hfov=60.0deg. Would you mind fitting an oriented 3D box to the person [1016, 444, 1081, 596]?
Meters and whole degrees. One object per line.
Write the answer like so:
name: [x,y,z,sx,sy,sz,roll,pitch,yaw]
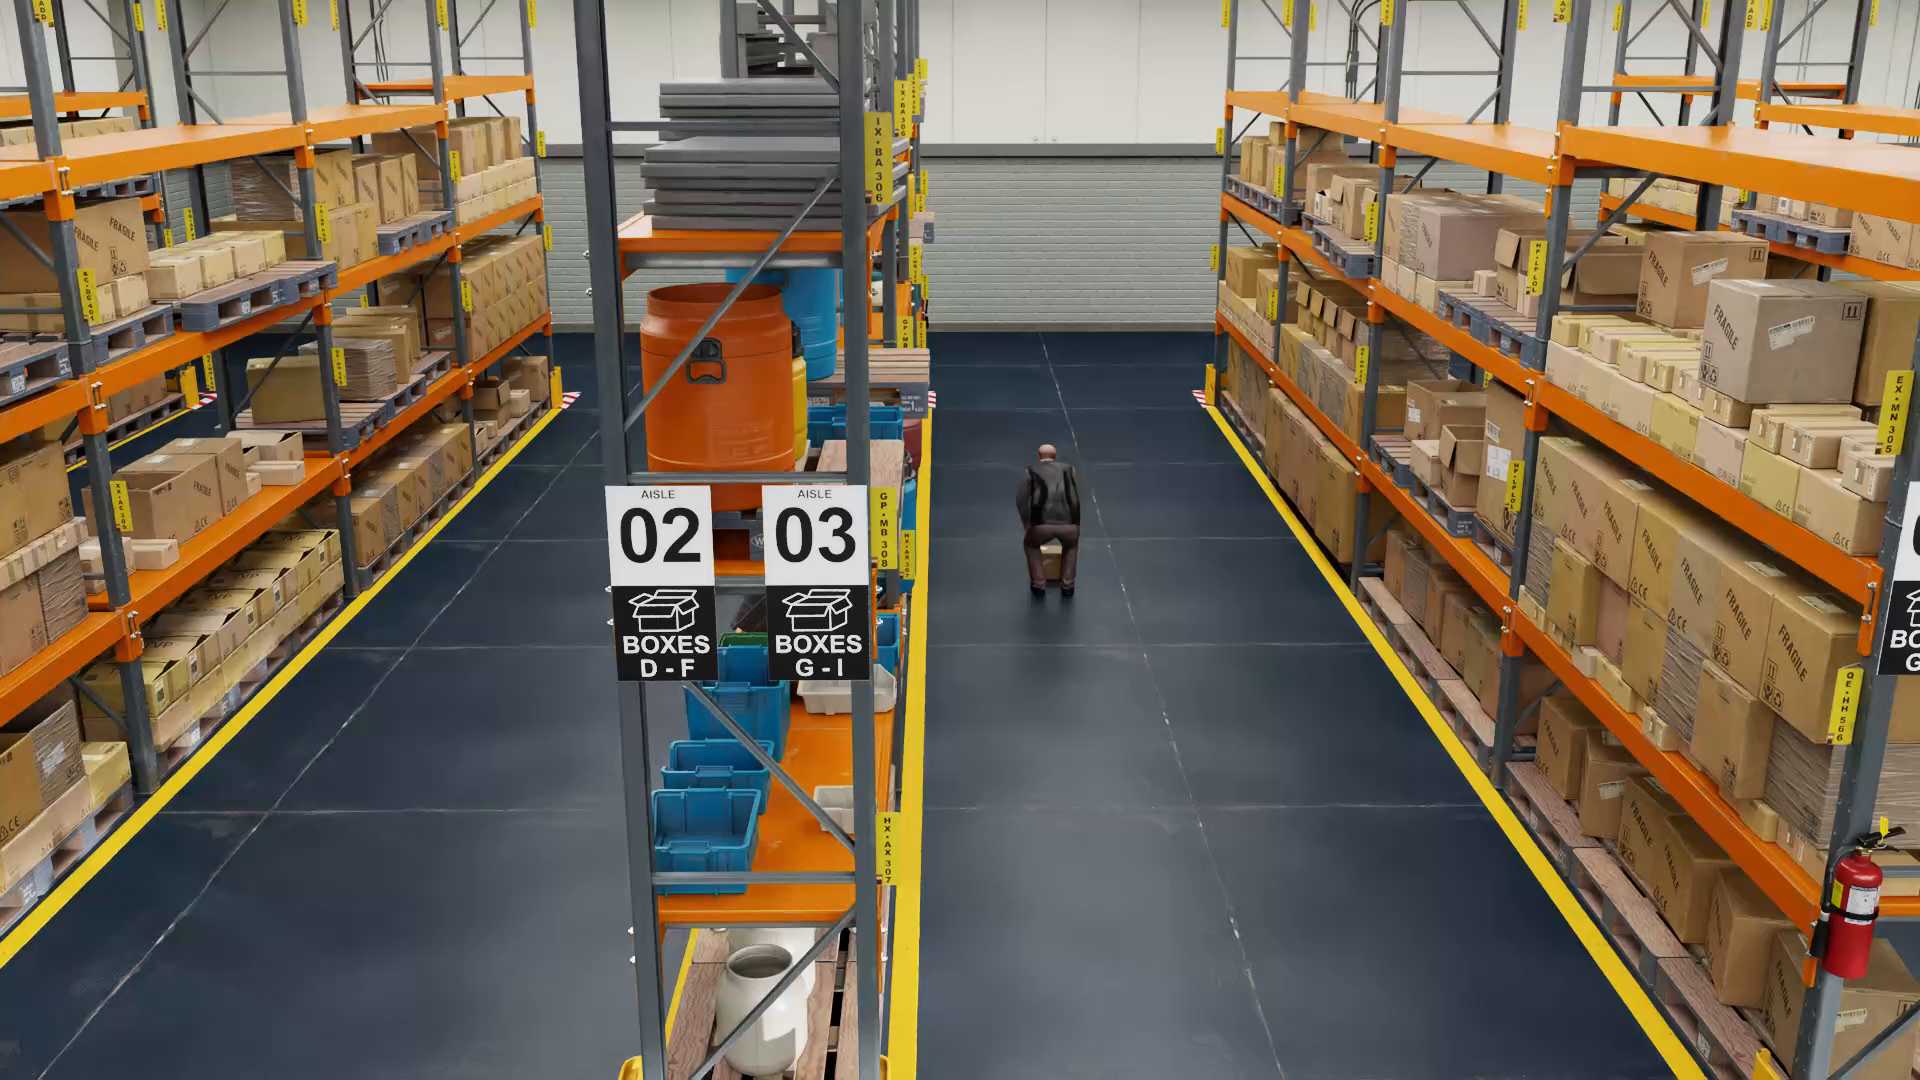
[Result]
person: [0.797,-0.155,14.880,0.587,1.266,0.771,0,17,-1]
